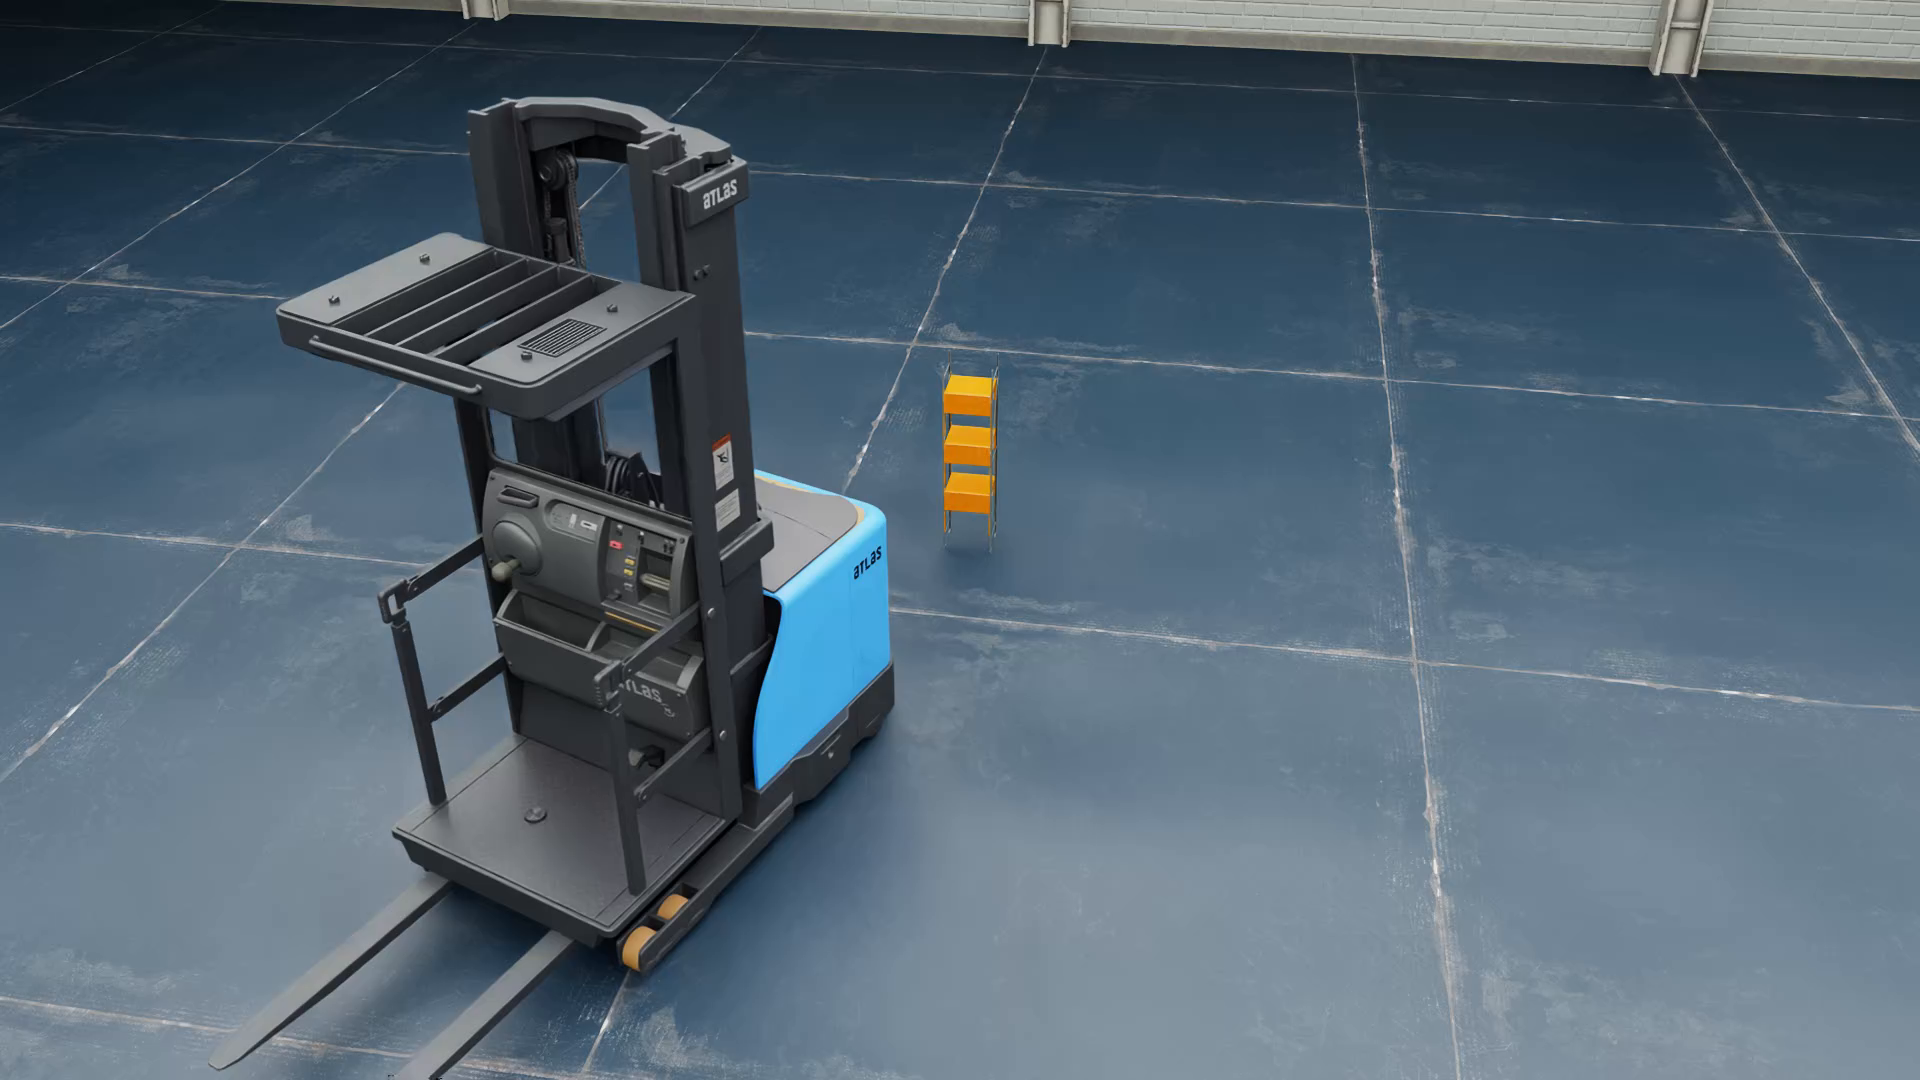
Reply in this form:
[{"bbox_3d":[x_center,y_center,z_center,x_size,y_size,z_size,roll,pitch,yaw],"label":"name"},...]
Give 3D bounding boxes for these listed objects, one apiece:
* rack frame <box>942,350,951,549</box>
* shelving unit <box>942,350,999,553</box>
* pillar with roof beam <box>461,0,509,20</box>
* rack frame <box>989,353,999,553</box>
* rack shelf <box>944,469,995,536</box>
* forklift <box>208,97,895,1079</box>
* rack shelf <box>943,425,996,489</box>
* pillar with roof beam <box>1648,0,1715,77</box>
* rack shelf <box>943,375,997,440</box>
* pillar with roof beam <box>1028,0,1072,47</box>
[{"bbox_3d":[-0.068,-0.451,8.481,0.008,1.050,0.200,5,32,8],"label":"rack frame"},{"bbox_3d":[0.053,-0.440,8.464,0.252,1.050,0.215,5,32,8],"label":"shelving unit"},{"bbox_3d":[-5.737,-7.121,11.645,0.400,9.000,9.100,5,32,8],"label":"pillar with roof beam"},{"bbox_3d":[0.173,-0.429,8.446,0.008,1.050,0.200,5,32,8],"label":"rack frame"},{"bbox_3d":[0.053,-0.196,8.617,0.240,0.259,0.215,5,32,8],"label":"rack shelf"},{"bbox_3d":[-1.465,0.084,5.854,1.130,2.935,3.031,17,36,25],"label":"forklift"},{"bbox_3d":[0.053,-0.431,8.469,0.240,0.259,0.215,5,32,8],"label":"rack shelf"},{"bbox_3d":[6.091,-6.050,9.934,0.400,9.000,9.100,5,32,8],"label":"pillar with roof beam"},{"bbox_3d":[0.053,-0.672,8.319,0.240,0.259,0.215,5,32,8],"label":"rack shelf"},{"bbox_3d":[0.177,-6.585,10.789,0.400,9.000,9.100,5,32,8],"label":"pillar with roof beam"}]
